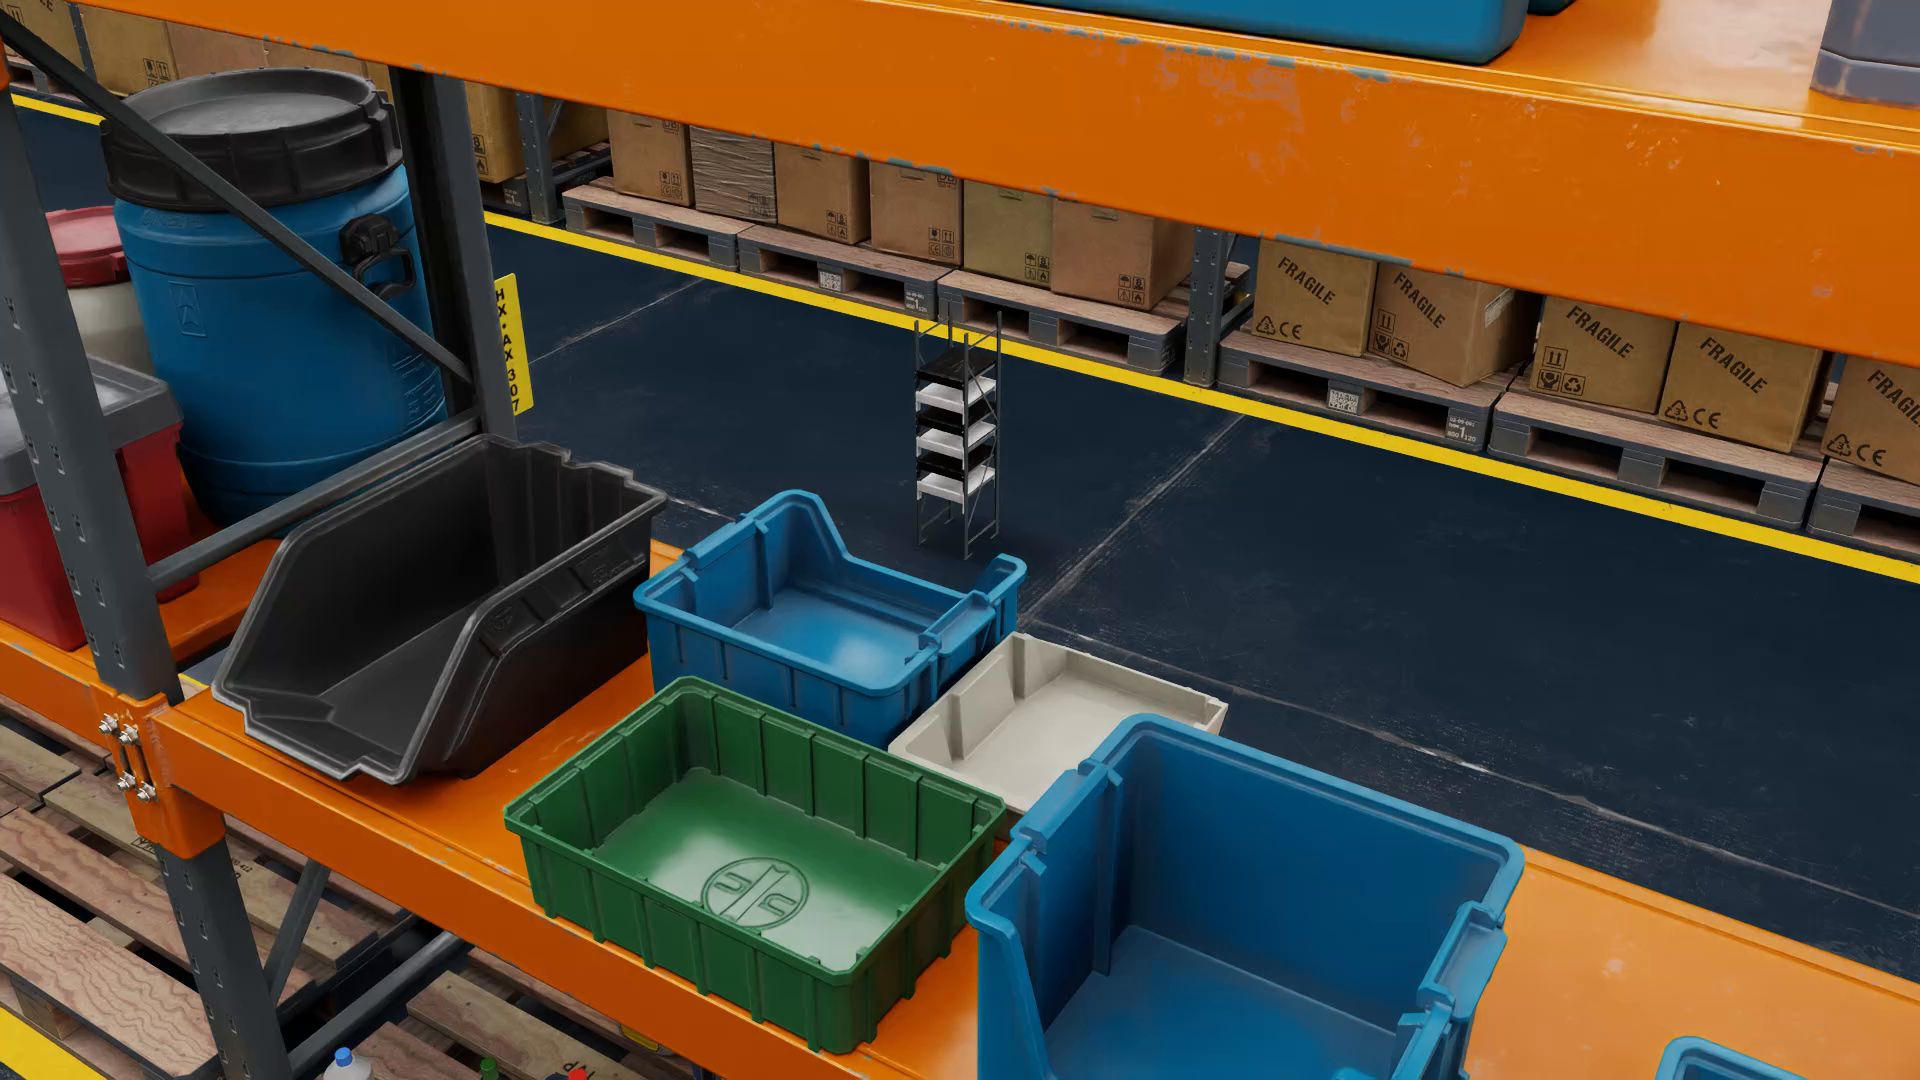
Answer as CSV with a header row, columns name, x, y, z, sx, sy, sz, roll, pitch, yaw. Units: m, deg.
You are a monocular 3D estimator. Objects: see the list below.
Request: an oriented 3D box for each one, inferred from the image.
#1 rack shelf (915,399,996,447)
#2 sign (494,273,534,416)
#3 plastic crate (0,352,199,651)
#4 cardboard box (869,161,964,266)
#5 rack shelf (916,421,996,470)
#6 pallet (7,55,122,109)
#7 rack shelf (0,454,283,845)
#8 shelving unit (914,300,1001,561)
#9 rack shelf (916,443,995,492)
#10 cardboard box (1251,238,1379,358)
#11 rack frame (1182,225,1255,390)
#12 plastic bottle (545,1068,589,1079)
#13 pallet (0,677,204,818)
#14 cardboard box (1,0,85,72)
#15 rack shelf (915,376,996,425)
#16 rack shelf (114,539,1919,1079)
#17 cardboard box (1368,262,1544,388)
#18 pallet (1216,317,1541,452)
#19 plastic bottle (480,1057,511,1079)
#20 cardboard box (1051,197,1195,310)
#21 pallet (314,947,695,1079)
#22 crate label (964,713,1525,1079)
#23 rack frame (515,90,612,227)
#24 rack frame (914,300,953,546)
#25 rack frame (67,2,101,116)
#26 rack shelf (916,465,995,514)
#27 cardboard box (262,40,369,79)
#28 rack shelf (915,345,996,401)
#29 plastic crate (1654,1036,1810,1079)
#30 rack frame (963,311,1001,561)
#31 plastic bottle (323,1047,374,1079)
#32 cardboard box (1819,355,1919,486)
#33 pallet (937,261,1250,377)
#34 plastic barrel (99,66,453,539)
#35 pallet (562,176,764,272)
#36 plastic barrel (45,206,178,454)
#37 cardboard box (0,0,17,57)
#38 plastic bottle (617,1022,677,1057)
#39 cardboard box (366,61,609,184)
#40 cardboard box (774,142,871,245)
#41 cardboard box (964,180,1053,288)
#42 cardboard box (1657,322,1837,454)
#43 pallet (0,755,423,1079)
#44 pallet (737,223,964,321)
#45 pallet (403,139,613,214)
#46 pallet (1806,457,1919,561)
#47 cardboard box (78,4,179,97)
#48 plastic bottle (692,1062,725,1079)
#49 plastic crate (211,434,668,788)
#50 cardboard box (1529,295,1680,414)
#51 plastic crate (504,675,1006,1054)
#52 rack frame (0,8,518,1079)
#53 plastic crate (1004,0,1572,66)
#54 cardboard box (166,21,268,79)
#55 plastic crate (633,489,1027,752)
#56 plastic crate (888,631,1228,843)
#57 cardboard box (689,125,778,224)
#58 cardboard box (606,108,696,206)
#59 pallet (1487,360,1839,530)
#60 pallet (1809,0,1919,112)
name,x,y,z,sx,sy,sz,roll,pitch,yaw
rack shelf,-0.007,-0.440,5.998,0.200,0.077,0.258,18,35,27
sign,-1.016,-0.431,3.737,0.005,0.325,0.100,18,35,27
plastic crate,-1.891,-0.106,3.391,0.583,0.464,0.402,18,35,27
cardboard box,-0.062,-1.763,8.339,0.500,0.500,0.700,14,33,23
rack shelf,-0.007,-0.362,6.044,0.200,0.077,0.258,18,35,27
pallet,-6.063,-3.369,11.815,1.213,0.211,1.003,18,35,27
rack shelf,-3.012,-0.304,4.509,4.000,0.370,1.077,18,35,27
shelving unit,-0.007,-0.391,6.027,0.210,0.900,0.258,18,35,27
rack shelf,-0.007,-0.284,6.089,0.200,0.077,0.258,18,35,27
cardboard box,1.632,-1.171,7.344,0.500,0.500,0.500,16,34,26
rack frame,1.315,-2.193,7.032,0.127,3.000,1.000,18,35,27
plastic bottle,-0.779,1.207,3.397,0.185,0.351,0.144,18,35,27
pallet,-3.042,0.605,5.003,1.213,0.211,1.003,18,35,27
cardboard box,-5.977,-3.811,11.497,0.875,0.875,0.875,18,35,27
rack shelf,-0.007,-0.518,5.953,0.200,0.077,0.258,18,35,27
rack shelf,0.376,0.767,2.672,4.000,0.370,1.077,18,35,27
cardboard box,2.122,-1.020,7.086,0.500,0.500,0.500,-23,37,-33
pallet,1.902,-0.824,7.453,1.213,0.211,1.003,18,35,27
plastic bottle,-0.937,1.206,3.465,0.133,0.283,0.061,18,35,27
cardboard box,0.806,-1.477,7.849,0.500,0.500,0.700,15,33,24
pallet,-0.772,1.323,3.773,1.213,0.211,1.003,18,35,27
crate label,0.367,0.599,2.211,0.616,0.435,0.502,18,35,27
rack frame,-2.073,-3.265,8.869,0.127,3.000,1.000,18,35,27
rack frame,-0.093,-0.418,6.074,0.006,0.900,0.240,18,35,27
rack frame,-5.461,-4.336,10.706,0.127,3.000,1.000,18,35,27
rack shelf,-0.007,-0.207,6.134,0.200,0.077,0.258,18,35,27
cardboard box,-3.397,-2.964,10.046,0.875,0.875,1.225,18,35,27
rack shelf,-0.007,-0.595,5.908,0.200,0.077,0.258,18,35,27
plastic crate,0.940,0.874,1.923,0.408,0.251,0.499,18,35,27
rack frame,0.079,-0.364,5.980,0.006,0.900,0.240,18,35,27
plastic bottle,-1.281,1.182,3.519,0.097,0.271,0.097,0,30,0
cardboard box,3.658,-0.543,6.268,0.500,0.500,0.500,-25,38,-36
pallet,0.655,-1.197,8.092,1.213,0.211,1.003,18,35,27
plastic barrel,-1.484,-0.528,3.682,0.708,0.901,0.600,18,35,27
pallet,-1.412,-1.850,9.212,1.213,0.211,1.003,18,35,27
plastic barrel,-2.012,-0.488,3.975,0.433,0.535,0.433,0,30,0
cardboard box,-6.740,-4.052,11.911,0.875,0.875,0.875,18,35,27
plastic bottle,-0.696,0.986,3.775,0.185,0.351,0.144,18,35,27
cardboard box,-2.646,-2.722,9.631,0.875,0.875,1.225,16,34,25
cardboard box,-0.534,-1.912,8.595,0.500,0.500,0.700,21,36,31
cardboard box,0.412,-1.613,8.082,0.500,0.500,0.700,17,34,27
cardboard box,3.138,-0.719,6.570,0.500,0.500,0.500,21,36,32
pallet,-2.004,0.931,4.444,1.213,0.211,1.003,18,35,27
pallet,-0.383,-1.523,8.651,1.213,0.211,1.003,18,35,27
pallet,-2.701,-2.304,9.989,1.213,0.211,1.003,18,35,27
pallet,3.969,-0.170,6.332,1.213,0.211,1.003,18,35,27
cardboard box,-4.908,-3.437,10.856,0.875,0.875,1.225,18,35,27
plastic bottle,-0.515,1.078,3.692,0.135,0.276,0.152,18,35,27
plastic crate,-0.942,0.142,3.091,0.504,0.338,0.767,18,35,27
cardboard box,2.689,-0.888,6.859,0.500,0.500,0.500,14,33,23
plastic crate,-0.319,0.496,2.633,0.662,0.188,0.450,18,35,27
rack frame,-1.318,-0.079,3.409,0.127,3.000,1.000,18,35,27
plastic crate,0.294,-0.679,1.476,0.575,0.384,0.392,18,35,27
cardboard box,-4.151,-3.198,10.447,0.875,0.875,1.225,16,34,26
plastic crate,-0.237,0.166,3.137,0.616,0.251,0.499,18,35,27
plastic crate,0.192,0.362,2.915,0.437,0.136,0.530,18,35,27
cardboard box,-1.018,-2.061,8.850,0.500,0.500,0.700,15,33,23
cardboard box,-1.495,-2.204,9.095,0.500,0.500,0.700,16,34,25
pallet,2.940,-0.497,6.893,1.213,0.211,1.003,18,35,27
pallet,1.421,-0.485,1.315,1.213,0.211,1.003,18,35,27
